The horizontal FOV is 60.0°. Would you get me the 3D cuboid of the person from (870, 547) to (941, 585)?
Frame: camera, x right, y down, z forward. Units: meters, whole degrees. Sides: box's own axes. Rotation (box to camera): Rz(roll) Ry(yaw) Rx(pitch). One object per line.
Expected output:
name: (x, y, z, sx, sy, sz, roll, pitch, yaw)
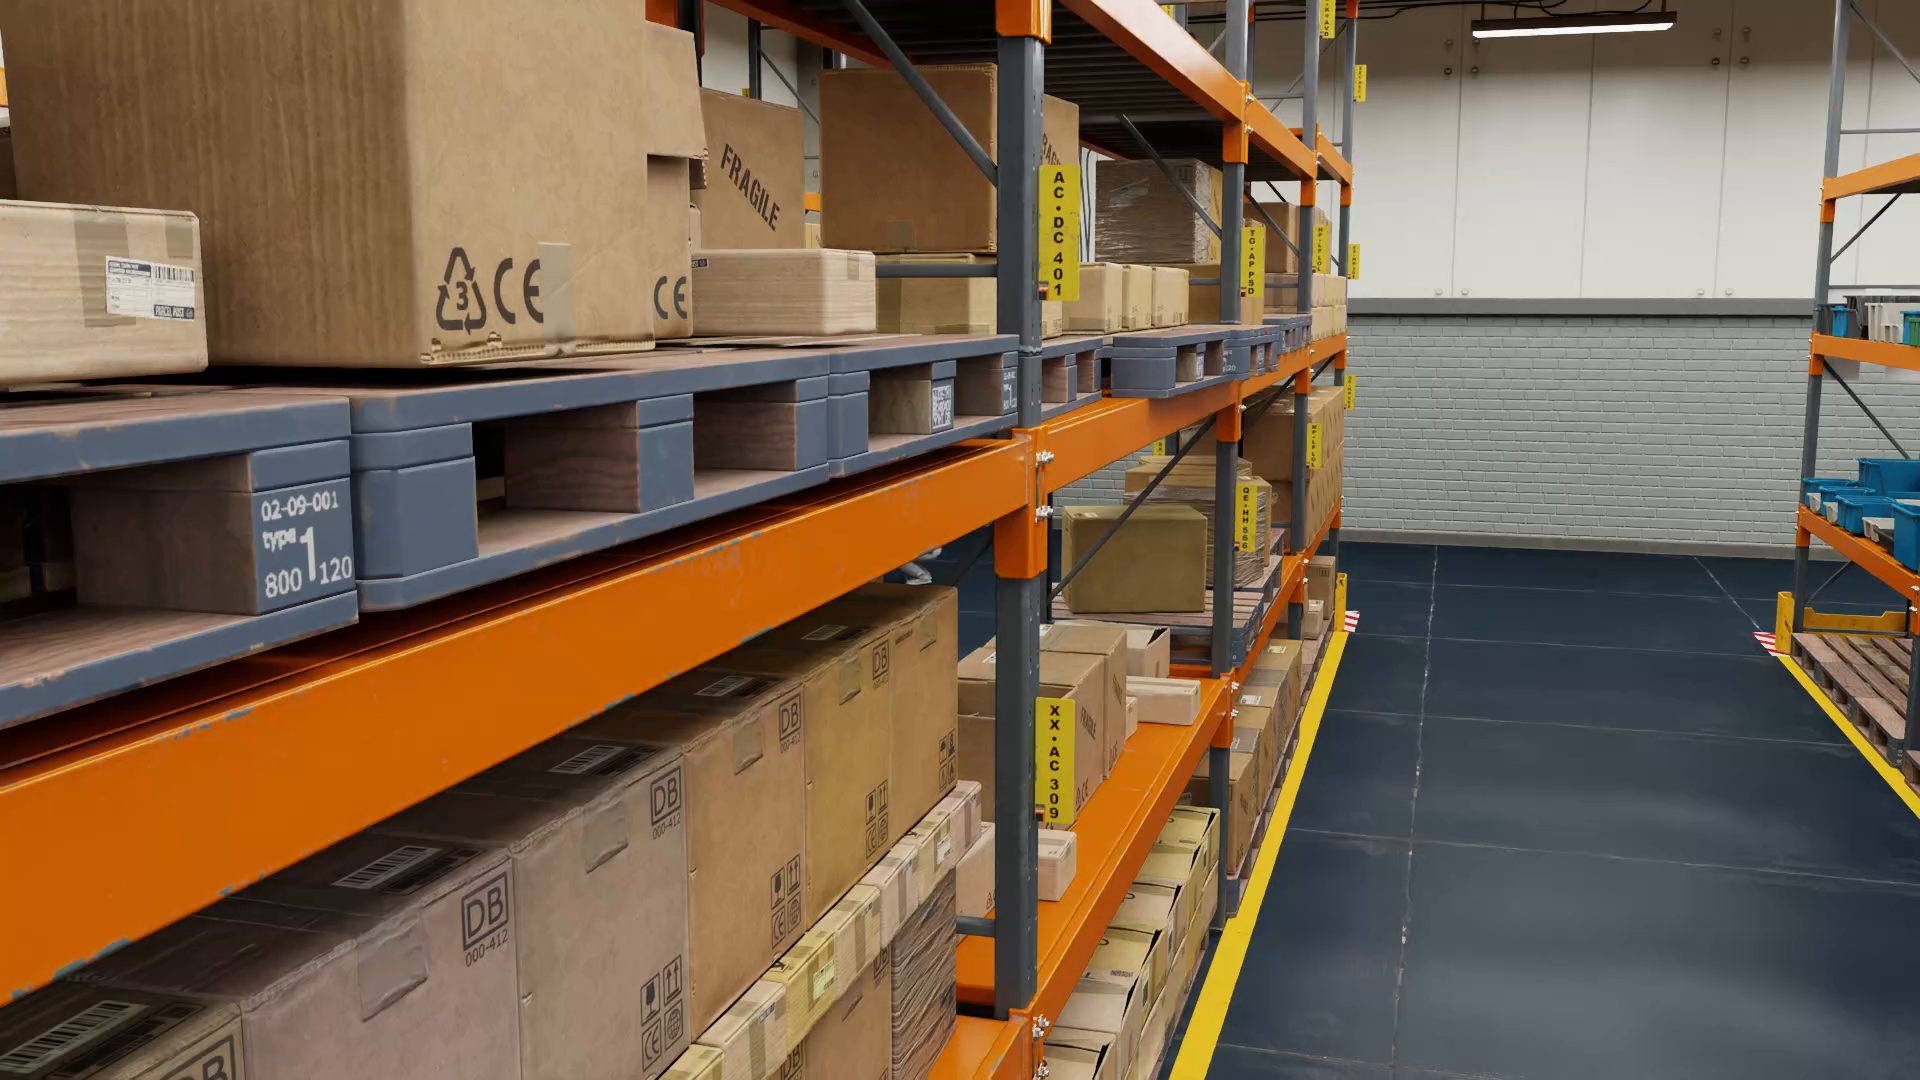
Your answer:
person: (-0.634, 0.112, 18.245, 0.883, 0.831, 0.477, 0, 8, -2)
